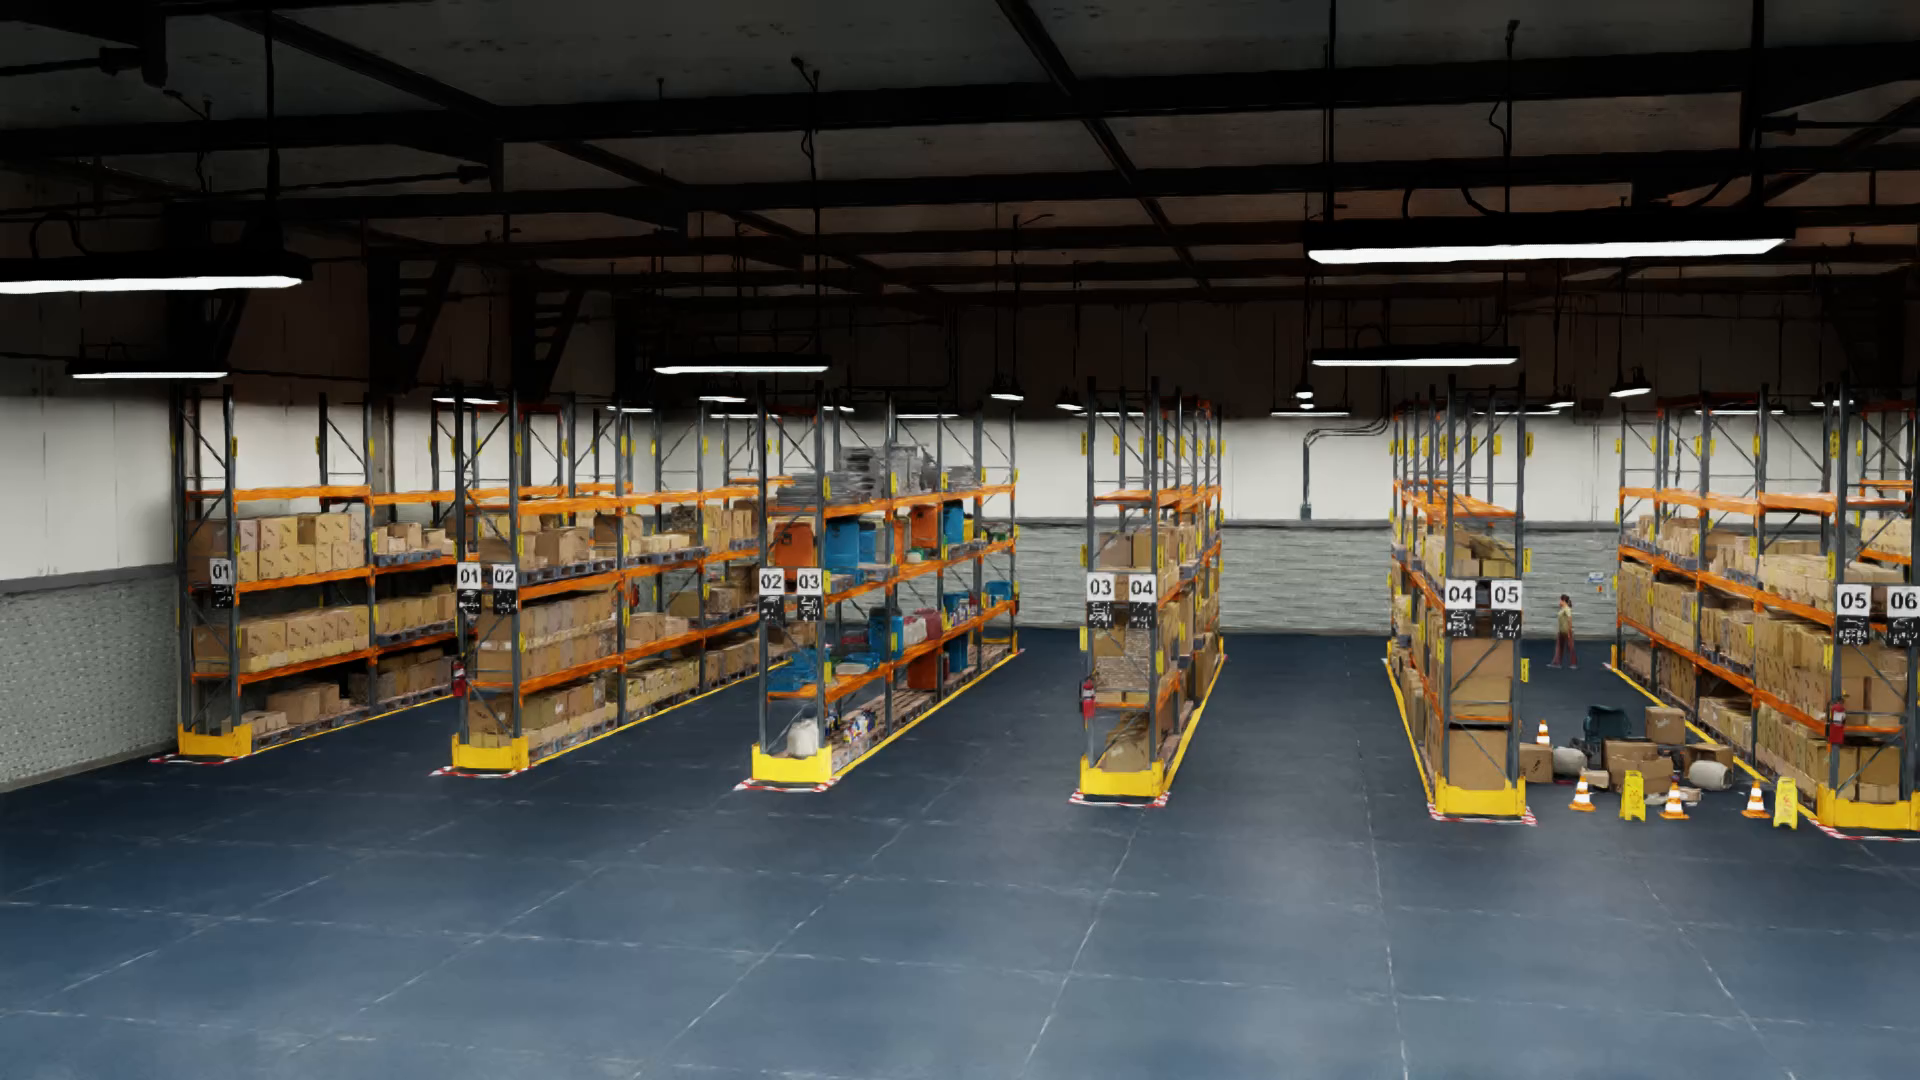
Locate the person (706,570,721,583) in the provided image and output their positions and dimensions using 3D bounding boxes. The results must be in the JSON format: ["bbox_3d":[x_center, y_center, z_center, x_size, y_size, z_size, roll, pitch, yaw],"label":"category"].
[{"bbox_3d":[-6.687,1.633,45.323,0.543,1.649,1.119,1,3,10],"label":"person"}]

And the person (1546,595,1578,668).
[{"bbox_3d":[13.638,2.063,37.571,0.616,1.666,0.572,0,3,-3],"label":"person"}]

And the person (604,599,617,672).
[{"bbox_3d":[-7.358,2.140,35.256,0.476,1.759,0.593,-1,3,-18],"label":"person"}]
